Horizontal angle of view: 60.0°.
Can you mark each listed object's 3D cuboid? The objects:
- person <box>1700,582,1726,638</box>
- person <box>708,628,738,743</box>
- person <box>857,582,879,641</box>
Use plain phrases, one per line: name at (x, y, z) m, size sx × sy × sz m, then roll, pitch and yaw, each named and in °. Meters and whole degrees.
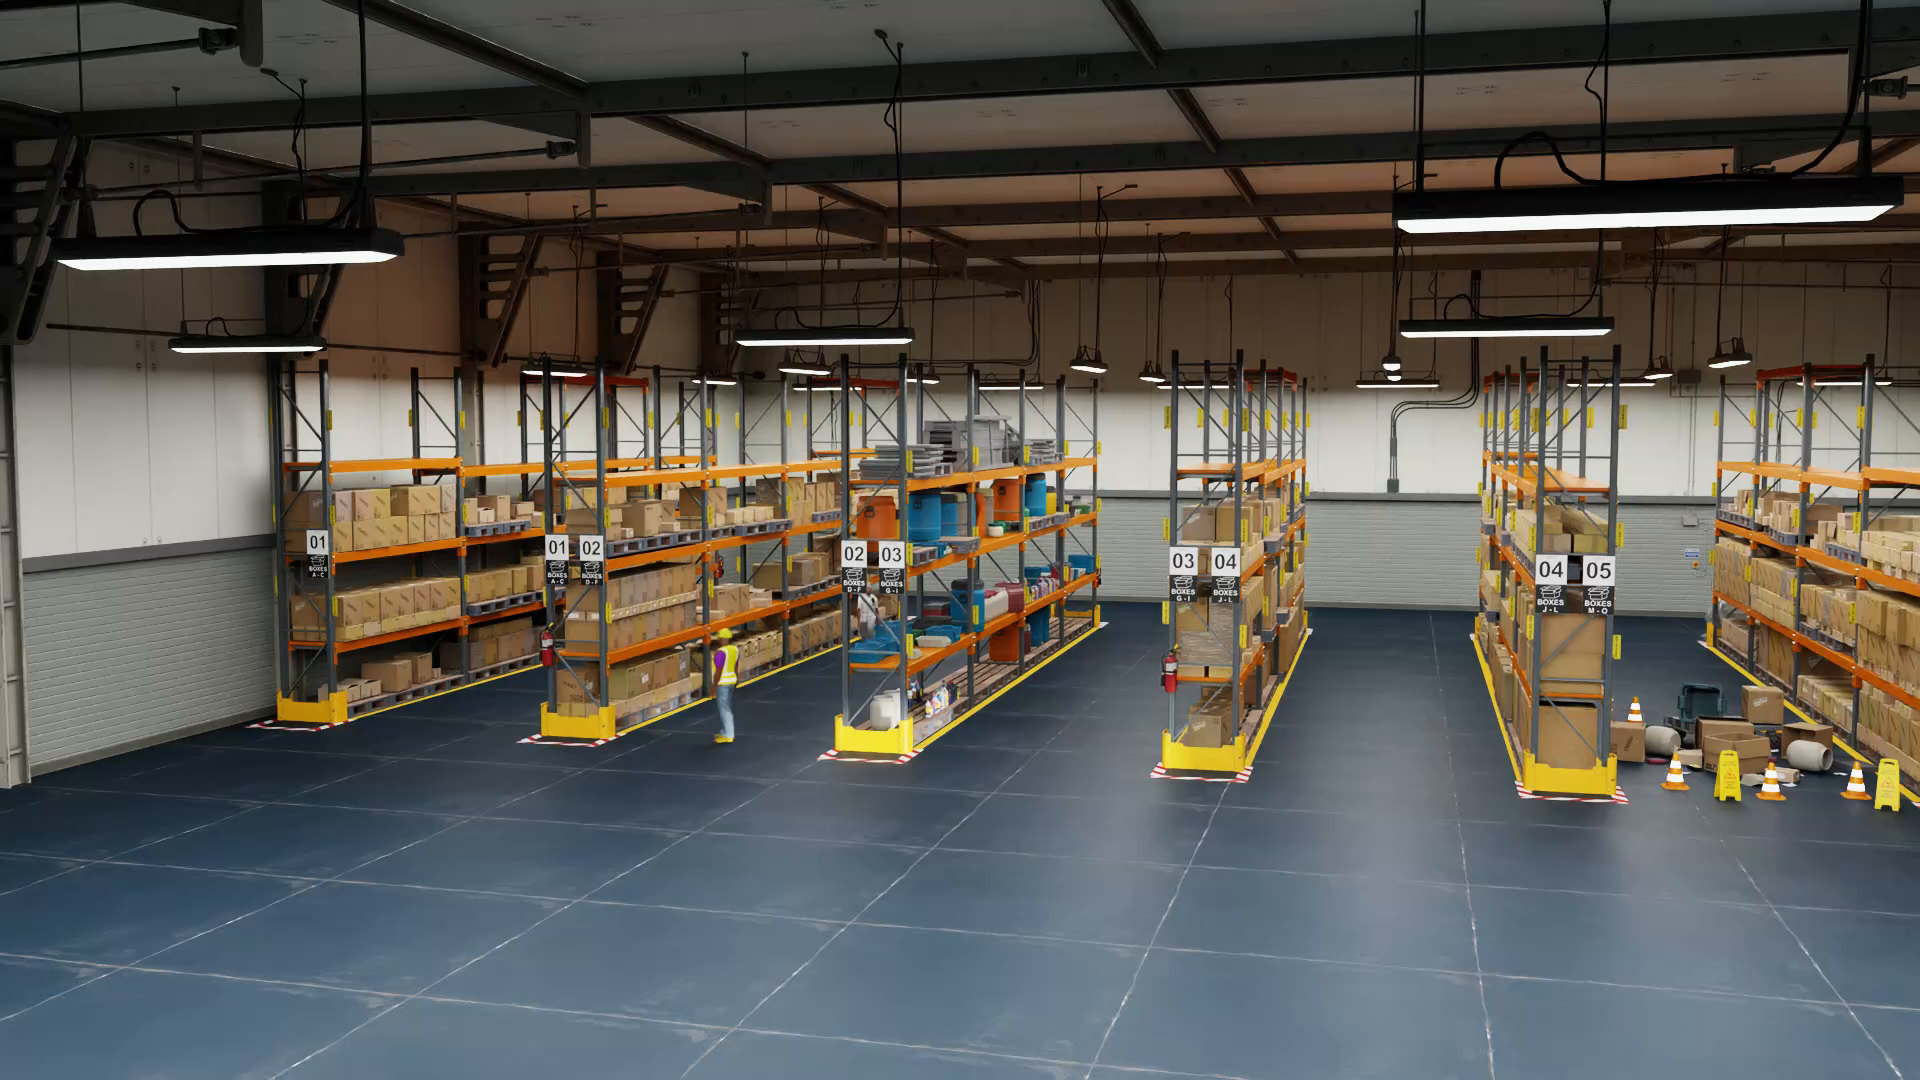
person at (17.416, 1.424, 38.080) m, size 0.815 × 1.641 × 0.509 m, roll 1°, pitch 4°, yaw 10°
person at (-3.731, 2.255, 25.876) m, size 0.504 × 1.779 × 0.609 m, roll 1°, pitch 4°, yaw 20°
person at (-1.916, 1.666, 34.604) m, size 0.442 × 1.594 × 0.939 m, roll 0°, pitch 4°, yaw 5°
